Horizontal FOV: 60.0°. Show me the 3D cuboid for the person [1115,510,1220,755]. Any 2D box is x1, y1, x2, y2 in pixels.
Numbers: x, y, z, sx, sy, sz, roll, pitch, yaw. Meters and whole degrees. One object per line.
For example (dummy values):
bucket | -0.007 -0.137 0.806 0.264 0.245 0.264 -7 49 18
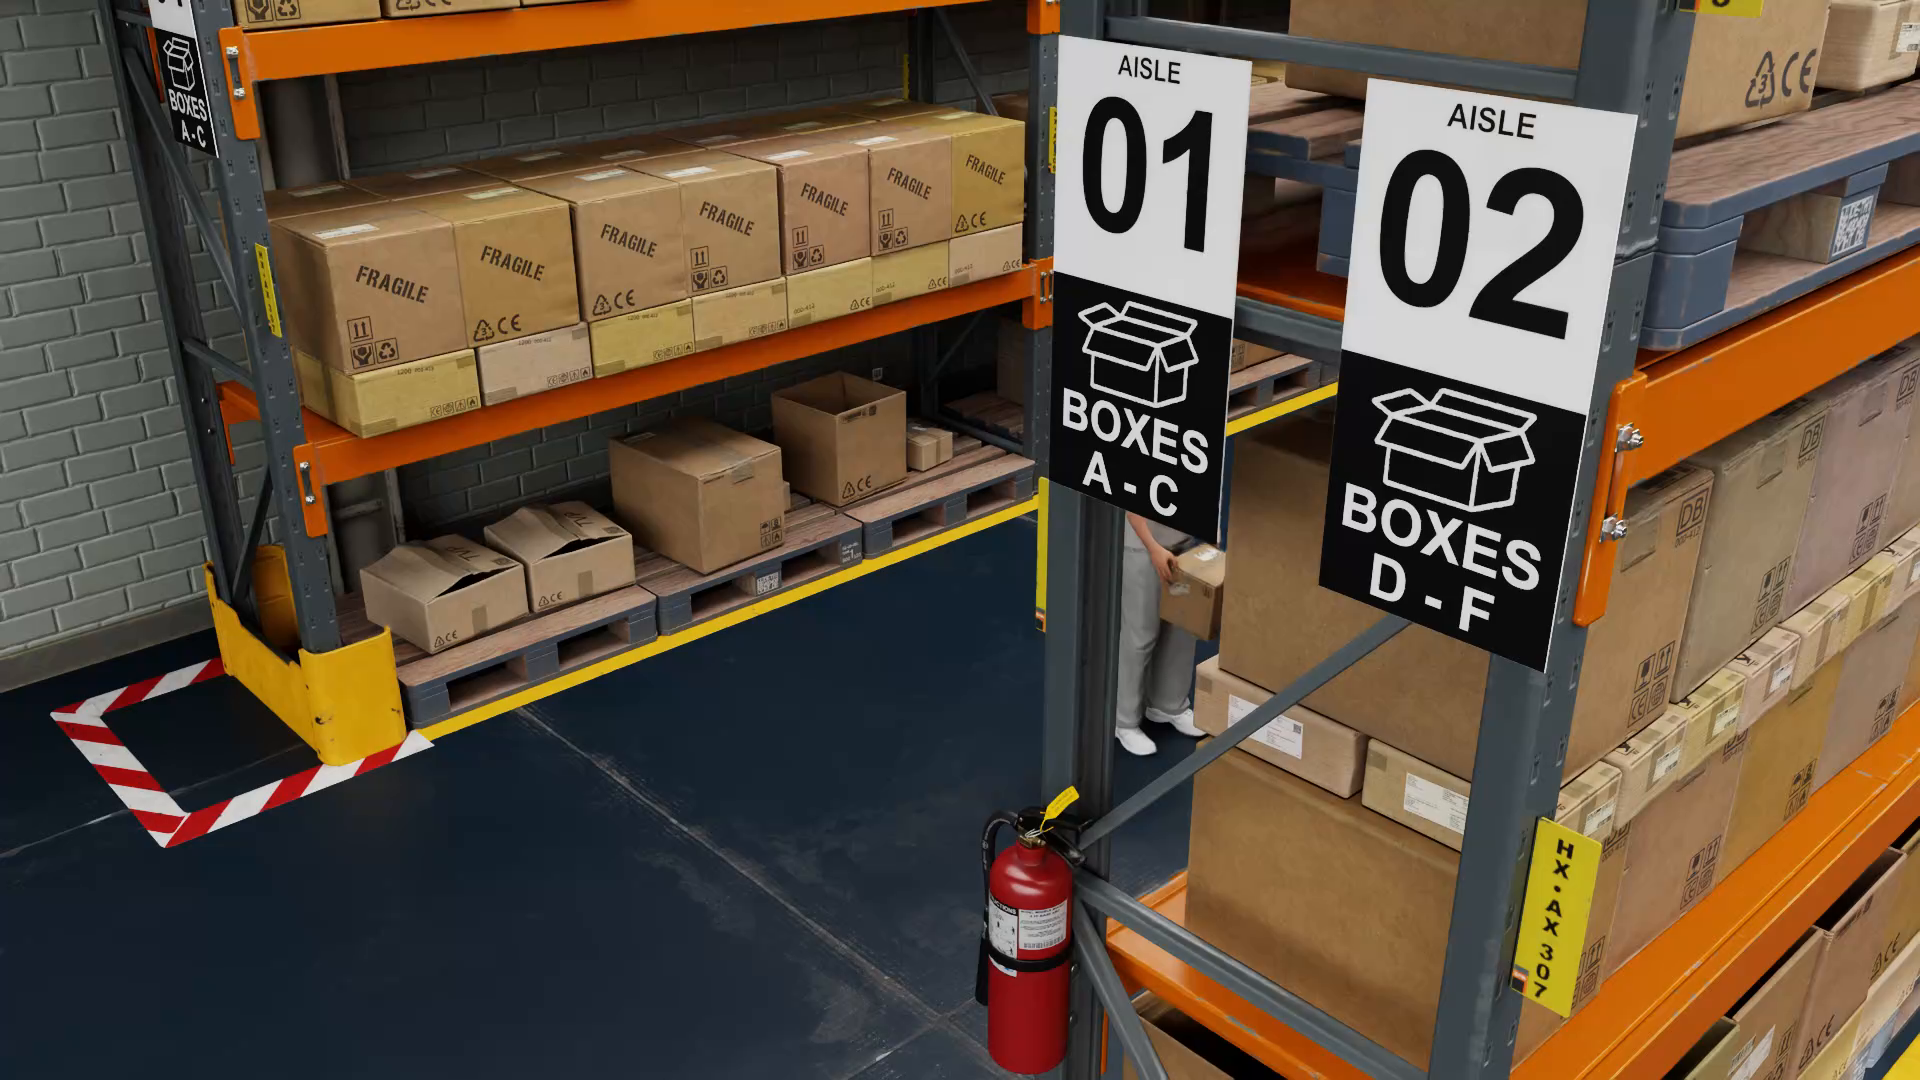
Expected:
person | 0.812 0.016 6.565 0.467 1.676 0.420 -22 32 -39
